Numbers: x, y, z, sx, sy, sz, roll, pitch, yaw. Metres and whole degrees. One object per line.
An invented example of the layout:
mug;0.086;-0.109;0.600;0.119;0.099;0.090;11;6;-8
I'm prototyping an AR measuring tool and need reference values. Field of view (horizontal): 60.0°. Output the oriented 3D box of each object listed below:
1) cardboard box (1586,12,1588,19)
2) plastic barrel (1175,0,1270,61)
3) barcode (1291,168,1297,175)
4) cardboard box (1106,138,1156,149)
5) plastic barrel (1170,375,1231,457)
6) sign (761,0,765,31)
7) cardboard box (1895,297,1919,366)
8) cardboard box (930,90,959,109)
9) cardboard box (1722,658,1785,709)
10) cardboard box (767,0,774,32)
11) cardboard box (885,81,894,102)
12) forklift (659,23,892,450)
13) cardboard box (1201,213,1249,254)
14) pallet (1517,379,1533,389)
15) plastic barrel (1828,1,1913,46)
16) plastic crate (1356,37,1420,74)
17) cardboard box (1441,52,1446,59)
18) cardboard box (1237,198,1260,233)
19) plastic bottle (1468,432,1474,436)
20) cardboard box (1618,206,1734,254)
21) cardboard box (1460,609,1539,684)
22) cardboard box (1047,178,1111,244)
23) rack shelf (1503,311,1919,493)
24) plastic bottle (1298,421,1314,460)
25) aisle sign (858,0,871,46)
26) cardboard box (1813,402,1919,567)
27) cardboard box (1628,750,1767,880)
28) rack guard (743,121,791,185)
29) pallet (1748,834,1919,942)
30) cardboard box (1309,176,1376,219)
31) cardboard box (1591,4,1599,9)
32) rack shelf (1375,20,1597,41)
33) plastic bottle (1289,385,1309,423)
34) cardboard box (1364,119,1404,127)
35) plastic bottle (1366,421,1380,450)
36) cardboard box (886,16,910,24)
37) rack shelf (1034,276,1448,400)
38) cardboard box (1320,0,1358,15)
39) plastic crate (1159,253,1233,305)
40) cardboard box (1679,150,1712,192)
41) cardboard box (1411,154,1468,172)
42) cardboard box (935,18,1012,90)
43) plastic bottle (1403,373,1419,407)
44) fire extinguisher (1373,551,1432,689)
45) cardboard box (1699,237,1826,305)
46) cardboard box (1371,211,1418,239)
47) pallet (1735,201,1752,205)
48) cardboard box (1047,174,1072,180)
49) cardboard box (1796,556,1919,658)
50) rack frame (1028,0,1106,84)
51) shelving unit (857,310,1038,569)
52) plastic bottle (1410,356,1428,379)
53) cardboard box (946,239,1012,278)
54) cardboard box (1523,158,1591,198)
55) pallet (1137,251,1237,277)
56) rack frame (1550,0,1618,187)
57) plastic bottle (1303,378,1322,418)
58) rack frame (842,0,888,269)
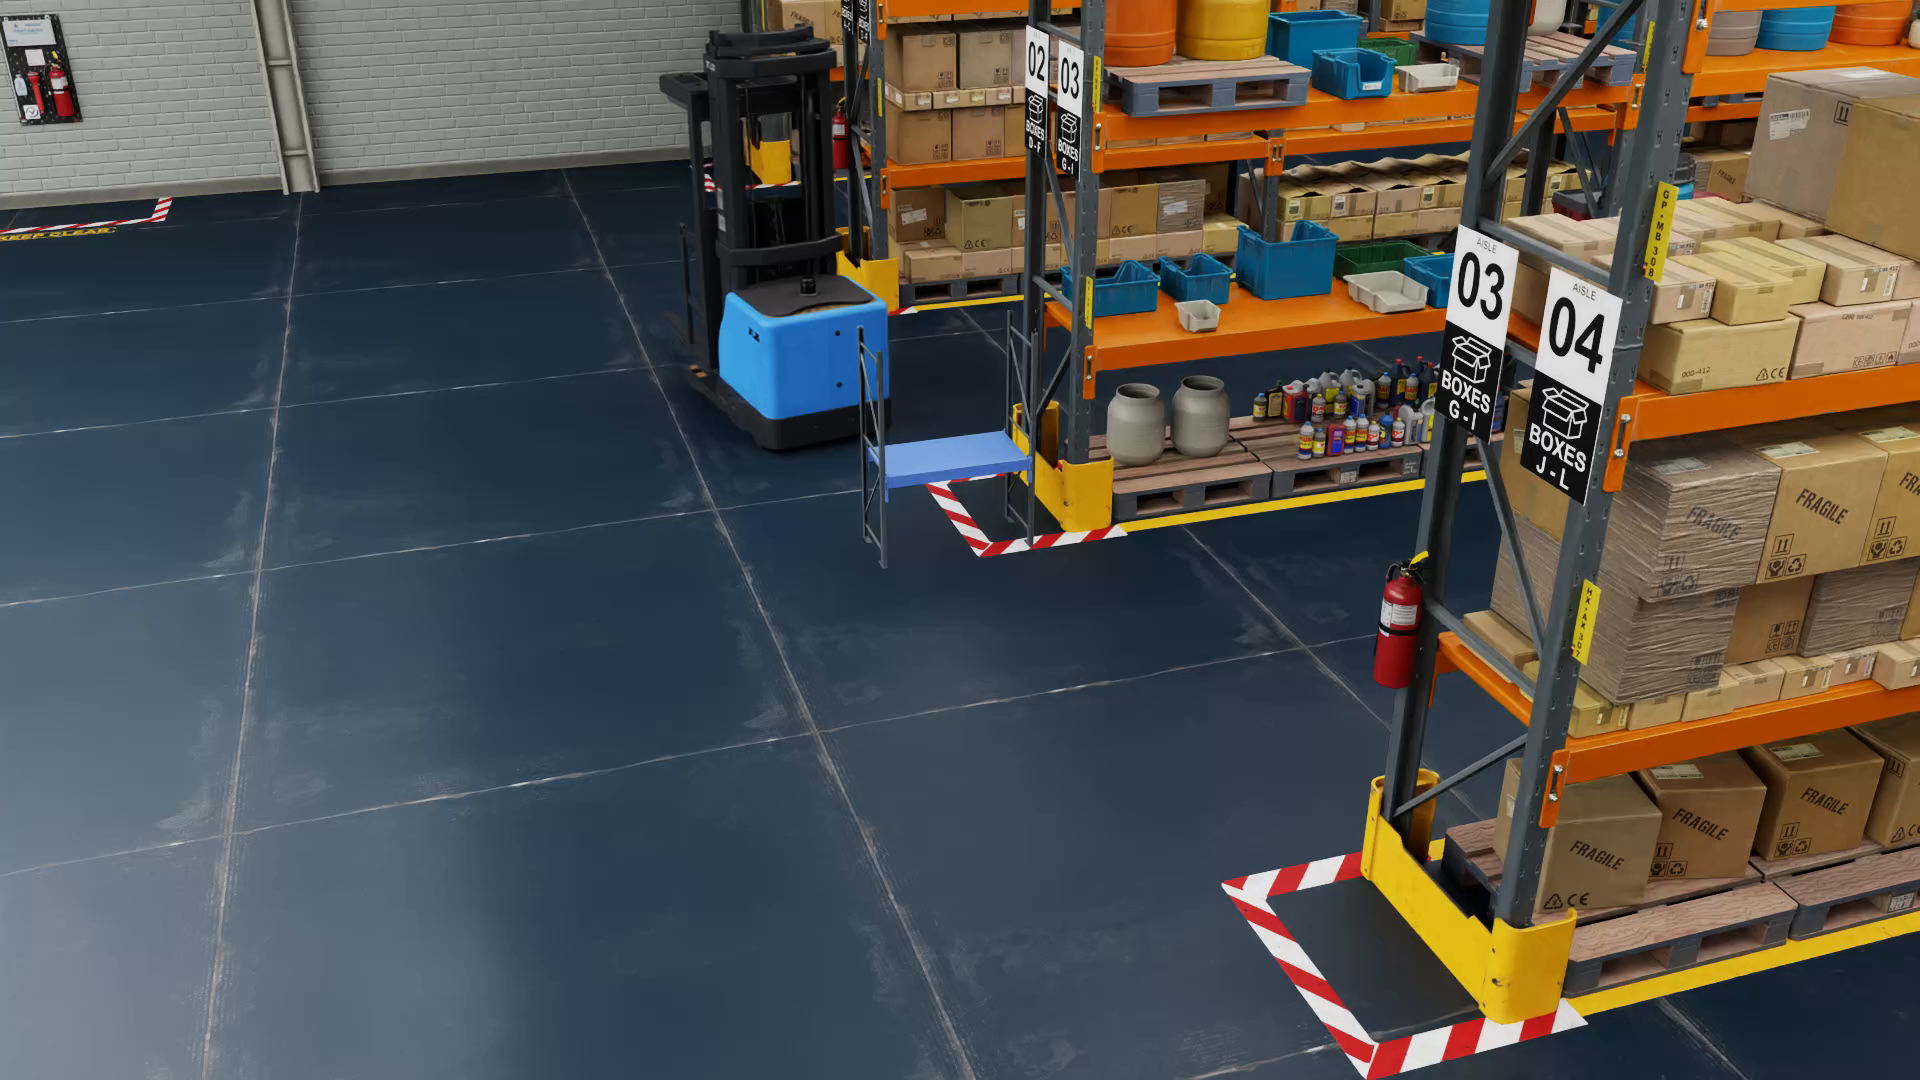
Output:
cardboard box;8.271;-7.136;22.506;0.250;0.149;0.380;-7;27;-14
plastic barrel;1.700;-3.453;10.769;0.600;0.588;0.600;0;26;0
barcode;3.300;-3.638;16.436;0.075;0.075;0.001;-8;28;-16
cardboard box;1.531;-4.110;16.037;0.500;0.500;0.700;-8;27;-15
plastic barrel;1.734;-0.892;11.993;0.421;0.512;0.421;0;26;0
sign;-2.244;-5.973;18.929;0.005;0.325;0.100;-8;28;-16
cardboard box;3.688;-0.906;6.490;0.500;0.250;0.500;-8;28;-16
cardboard box;-0.185;-4.057;15.201;0.250;0.149;0.380;-9;28;-17
cardboard box;3.251;0.544;7.057;0.250;0.149;0.380;-8;28;-16
cardboard box;-2.030;-6.247;19.758;0.500;0.500;0.500;-9;28;-17
cardboard box;-0.571;-4.189;15.468;0.250;0.149;0.380;-9;28;-17
forklift;-1.653;-2.611;13.208;1.130;2.935;3.031;-13;29;-24
cardboard box;2.555;-3.072;16.679;0.500;0.250;0.500;-8;28;-16
pallet;5.193;-1.053;13.127;1.213;0.211;1.003;-8;28;-16
plastic barrel;6.792;-4.152;12.379;0.708;0.830;0.600;-8;28;-16
plastic crate;2.874;-3.323;11.430;0.450;0.188;0.336;-8;28;-16
cardboard box;5.934;-6.188;22.280;0.750;0.750;0.750;-9;28;-17
cardboard box;3.233;-3.408;17.356;0.500;0.250;0.500;-9;28;-17
plastic bottle;3.753;-0.951;12.270;0.185;0.351;0.144;-10;28;-19
cardboard box;2.867;-1.227;6.690;0.250;0.149;0.380;-9;28;-18
cardboard box;2.396;0.454;7.239;0.250;0.149;0.380;-8;28;-16
cardboard box;1.131;-3.199;16.091;0.500;0.500;0.500;-8;28;-16
rack shelf;4.091;-0.829;6.976;4.000;0.370;1.077;-8;28;-16
plastic bottle;2.476;-0.719;11.893;0.097;0.271;0.097;0;26;0
aisle sign;-0.843;-4.747;14.509;0.004;0.787;0.394;-8;28;-16
cardboard box;3.749;-0.254;6.811;0.500;0.500;0.500;-8;28;-16
cardboard box;3.346;1.224;7.745;0.500;0.500;0.500;-1;26;-3
rack guard;-2.340;-4.706;20.161;0.348;0.500;1.175;-8;28;-16
pallet;4.203;1.443;8.100;1.213;0.211;1.003;-8;28;-16
cardboard box;3.876;-3.498;16.906;0.500;0.311;0.500;-9;28;-17
cardboard box;8.637;-7.484;22.477;0.500;0.500;0.500;-9;28;-17
rack shelf;7.096;-6.870;22.518;4.000;0.370;1.077;-8;28;-16
plastic bottle;2.548;-1.023;12.492;0.133;0.283;0.061;-8;28;-16
cardboard box;4.165;-4.488;16.799;0.500;0.500;0.500;-6;27;-12
plastic bottle;2.991;-0.762;12.059;0.097;0.201;0.097;0;26;0
cardboard box;-0.899;-6.164;19.589;0.500;0.500;0.500;-9;28;-18
rack shelf;2.557;-1.579;11.861;4.000;0.370;1.077;-8;28;-16
cardboard box;4.750;-7.089;21.544;0.500;0.500;0.700;-12;29;-22
plastic crate;1.658;-1.842;11.749;0.408;0.251;0.499;-8;28;-16
cardboard box;7.749;-3.916;18.076;0.500;0.500;0.500;-9;28;-18
cardboard box;5.160;-3.937;17.791;0.500;0.311;0.500;-9;28;-17
cardboard box;0.122;-4.488;15.339;0.500;0.500;0.700;-9;28;-17
plastic bottle;3.462;-1.145;12.751;0.097;0.271;0.097;0;26;0
fire extinguisher;1.938;0.324;7.306;0.183;0.674;0.296;-8;28;-16
cardboard box;3.001;-1.009;6.250;0.250;0.149;0.380;-9;28;-17
cardboard box;4.367;-3.321;17.181;0.500;0.250;0.500;-9;28;-18
pallet;8.611;-3.827;18.715;1.213;0.211;1.003;-8;28;-16
cardboard box;0.965;-3.425;16.547;0.500;0.500;0.500;-8;28;-16
cardboard box;3.648;0.056;7.312;0.500;0.500;0.875;-8;28;-16
rack frame;0.655;-4.313;9.813;0.127;3.000;1.000;-8;28;-16
shelving unit;-0.081;-0.660;10.887;1.048;1.500;0.538;-8;28;-16
plastic bottle;3.563;-1.252;12.877;0.185;0.351;0.144;-7;27;-15
cardboard box;0.178;-2.728;15.985;0.500;0.250;0.500;-8;28;-16
cardboard box;6.310;-3.854;17.623;0.500;0.311;0.500;-8;27;-15
pallet;2.159;-2.931;16.911;1.213;0.211;1.003;-8;28;-16
rack frame;6.732;-4.823;17.585;0.127;3.000;1.000;-8;28;-16
plastic bottle;2.646;-1.084;12.622;0.135;0.276;0.152;-9;28;-18
rack frame;-0.875;-3.721;15.366;0.127;3.000;1.000;-8;28;-16
